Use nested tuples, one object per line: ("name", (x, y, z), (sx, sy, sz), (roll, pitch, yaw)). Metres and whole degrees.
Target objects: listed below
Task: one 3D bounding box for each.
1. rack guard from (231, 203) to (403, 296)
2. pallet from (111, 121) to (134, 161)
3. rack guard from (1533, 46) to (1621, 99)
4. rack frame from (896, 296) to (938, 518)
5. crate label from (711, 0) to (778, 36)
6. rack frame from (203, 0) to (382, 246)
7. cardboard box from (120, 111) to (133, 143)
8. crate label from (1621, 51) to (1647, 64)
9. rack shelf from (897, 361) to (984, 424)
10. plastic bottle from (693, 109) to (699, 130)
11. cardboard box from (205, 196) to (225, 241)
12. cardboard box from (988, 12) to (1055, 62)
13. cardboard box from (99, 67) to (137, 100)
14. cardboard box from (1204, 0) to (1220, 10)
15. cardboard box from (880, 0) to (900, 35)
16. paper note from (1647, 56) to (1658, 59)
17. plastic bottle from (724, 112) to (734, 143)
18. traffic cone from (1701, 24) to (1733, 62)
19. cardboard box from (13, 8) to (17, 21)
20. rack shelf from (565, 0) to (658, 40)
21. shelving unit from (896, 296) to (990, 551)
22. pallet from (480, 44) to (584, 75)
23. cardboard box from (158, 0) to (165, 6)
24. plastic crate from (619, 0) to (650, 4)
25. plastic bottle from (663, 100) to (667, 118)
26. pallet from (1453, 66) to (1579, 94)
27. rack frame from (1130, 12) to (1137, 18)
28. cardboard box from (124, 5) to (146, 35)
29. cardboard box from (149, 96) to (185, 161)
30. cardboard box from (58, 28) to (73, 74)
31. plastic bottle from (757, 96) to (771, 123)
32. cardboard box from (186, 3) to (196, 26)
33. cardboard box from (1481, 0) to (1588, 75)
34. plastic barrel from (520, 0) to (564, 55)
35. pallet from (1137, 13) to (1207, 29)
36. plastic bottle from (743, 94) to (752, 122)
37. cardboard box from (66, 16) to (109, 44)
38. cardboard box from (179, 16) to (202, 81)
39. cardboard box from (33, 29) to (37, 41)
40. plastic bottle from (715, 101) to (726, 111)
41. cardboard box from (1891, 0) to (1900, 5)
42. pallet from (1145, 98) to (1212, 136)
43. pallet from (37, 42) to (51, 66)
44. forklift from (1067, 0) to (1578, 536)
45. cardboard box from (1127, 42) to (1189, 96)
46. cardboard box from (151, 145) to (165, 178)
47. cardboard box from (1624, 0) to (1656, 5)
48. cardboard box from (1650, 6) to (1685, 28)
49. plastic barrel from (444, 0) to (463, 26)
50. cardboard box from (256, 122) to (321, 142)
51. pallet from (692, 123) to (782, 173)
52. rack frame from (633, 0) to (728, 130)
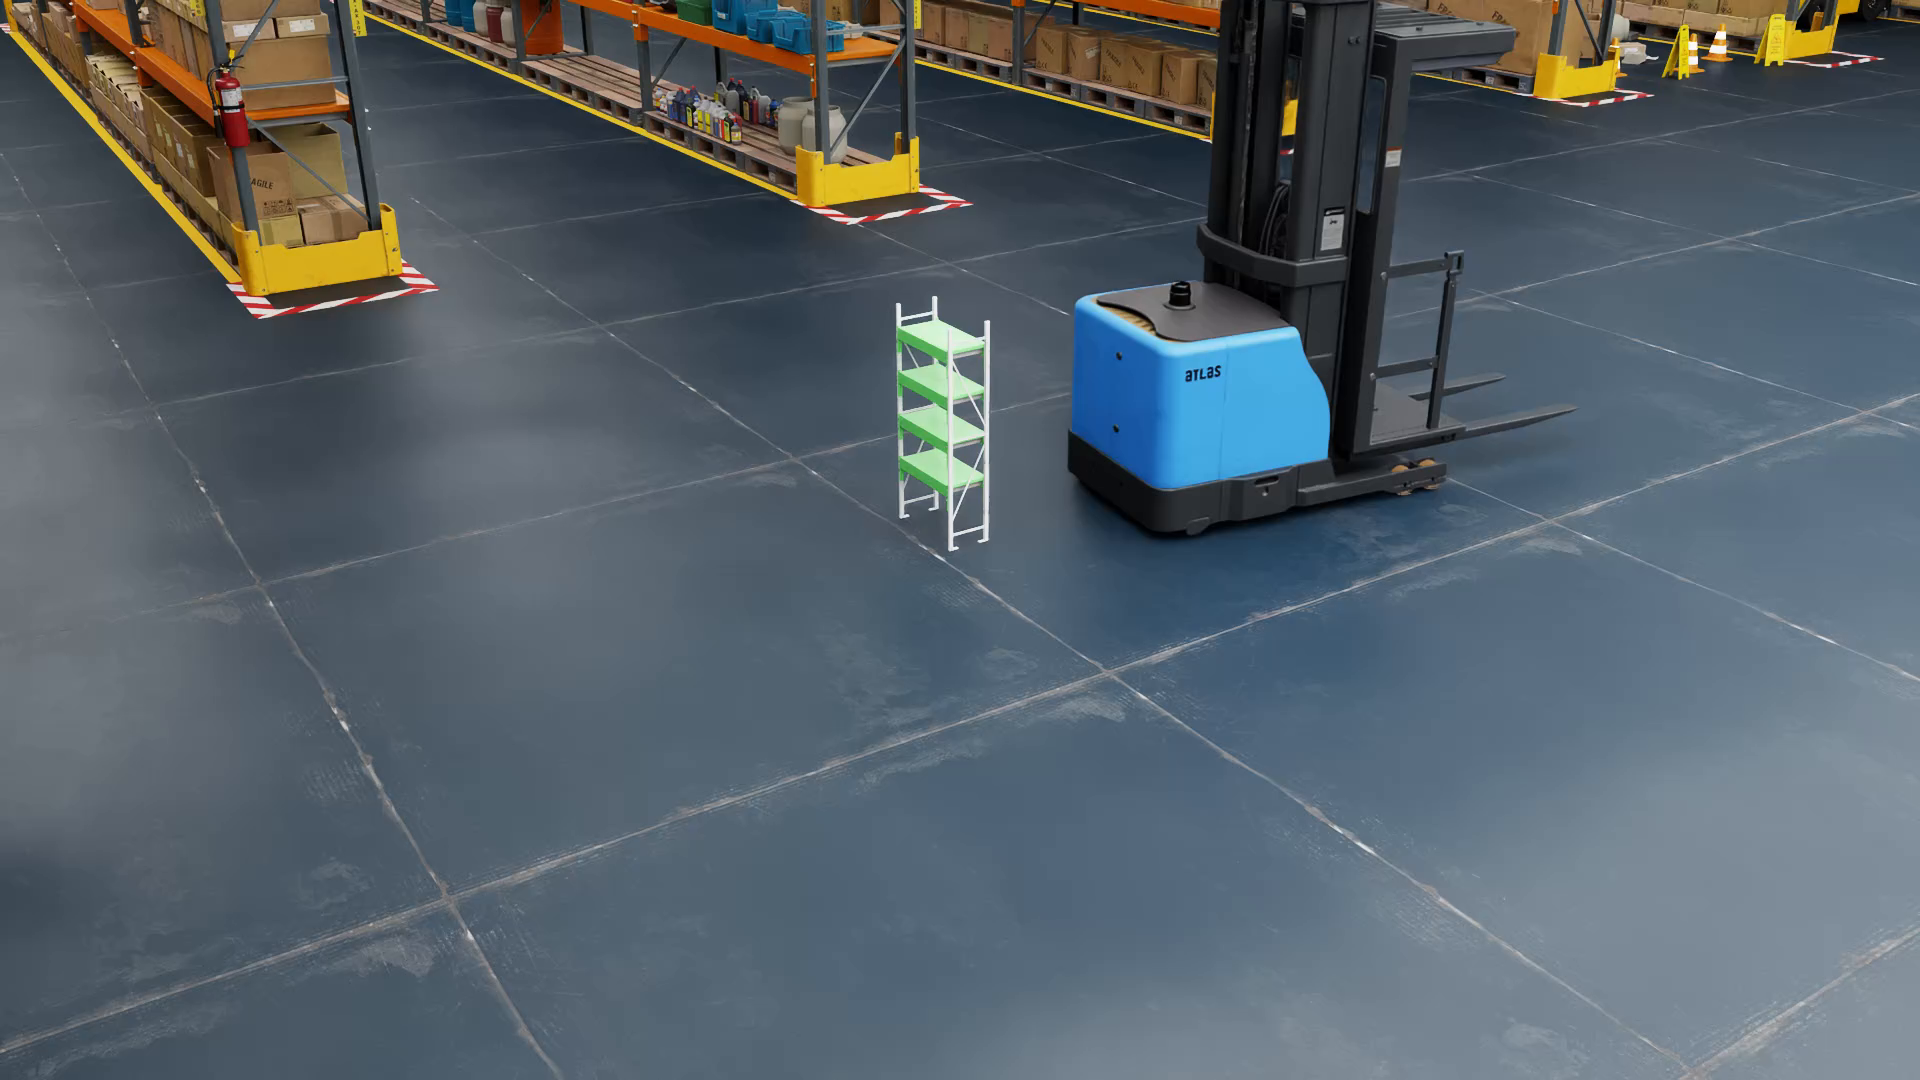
("rack guard", (-5.002, -2.274, 12.981), (1.175, 0.500, 0.348), (-16, 29, -30))
("pallet", (-8.304, -4.274, 17.556), (1.003, 0.211, 1.213), (-16, 29, -30))
("rack guard", (7.510, -5.701, 20.240), (1.175, 0.500, 0.348), (-16, 29, -30))
("rack frame", (-0.224, -0.689, 8.804), (0.240, 1.200, 0.015), (-16, 29, -30))
("crate label", (-2.095, -5.177, 16.161), (0.502, 0.435, 0.616), (-16, 29, -30))
("rack frame", (-5.016, -3.413, 12.466), (1.000, 3.000, 0.127), (-16, 29, -30))
("cardboard box", (-8.223, -4.235, 16.936), (0.500, 0.250, 0.500), (-15, 29, -28))
("crate label", (9.048, -6.475, 22.305), (0.298, 0.136, 0.250), (12, 28, 24))
("rack shelf", (-0.090, -0.761, 8.544), (0.258, 0.148, 0.480), (-16, 29, -30))
("plastic bottle", (-2.716, -4.370, 17.257), (0.097, 0.201, 0.097), (0, 25, 0))
("cardboard box", (-5.839, -2.658, 13.596), (0.500, 0.250, 0.500), (-16, 29, -30))
("cardboard box", (0.786, -6.444, 21.299), (0.700, 0.500, 0.500), (-18, 31, -33))
("cardboard box", (-8.773, -4.850, 17.581), (0.500, 0.311, 0.500), (-16, 30, -31))
("cardboard box", (2.822, -5.750, 17.710), (0.380, 0.149, 0.250), (-16, 29, -30))
("cardboard box", (-0.698, -7.415, 23.356), (0.700, 0.500, 0.500), (-17, 30, -32))
("paper note", (9.406, -6.561, 22.613), (0.142, 0.019, 0.148), (18, 31, 33))
("plastic bottle", (-2.312, -4.129, 16.649), (0.061, 0.283, 0.133), (-15, 29, -28))
("traffic cone", (10.274, -6.735, 22.476), (0.336, 0.463, 0.334), (-16, 29, -30))
("cardboard box", (-13.673, -7.734, 24.423), (0.380, 0.166, 0.250), (-16, 29, -30))
("rack shelf", (-4.139, -6.387, 19.608), (1.077, 0.370, 4.000), (-16, 29, -30))
("shelving unit", (-0.090, -0.602, 8.619), (0.258, 1.200, 0.503), (-16, 29, -30))
("pallet", (-5.696, -6.438, 22.141), (1.003, 0.211, 1.213), (-16, 29, -30))
("cardboard box", (-6.656, -4.676, 14.264), (0.380, 0.149, 0.250), (-17, 30, -31))
("plastic crate", (-3.568, -6.127, 18.141), (0.402, 0.464, 0.583), (-16, 29, -30))
("plastic bottle", (-3.129, -4.641, 17.830), (0.097, 0.201, 0.097), (0, 25, 0))
("pallet", (6.995, -5.847, 20.888), (1.003, 0.211, 1.213), (-16, 29, -30))
("rack frame", (3.130, -9.701, 25.786), (1.000, 3.000, 0.127), (-16, 29, -30))
("cardboard box", (-7.833, -5.054, 16.100), (0.396, 0.266, 0.258), (-16, 30, -31))
("cardboard box", (-6.929, -3.713, 14.953), (0.500, 0.500, 0.500), (-16, 29, -30))
("cardboard box", (-10.664, -5.994, 20.346), (0.500, 0.500, 0.500), (-17, 30, -31))
("plastic bottle", (-2.087, -4.557, 17.565), (0.152, 0.276, 0.135), (-15, 29, -29))
("cardboard box", (-5.947, -4.213, 13.283), (0.380, 0.149, 0.250), (-15, 29, -28))
("cardboard box", (7.072, -6.296, 20.570), (0.875, 0.875, 0.875), (-15, 29, -29))
("plastic barrel", (-5.512, -6.807, 21.705), (0.600, 0.830, 0.708), (-16, 29, -30))
("pallet", (3.497, -8.141, 25.747), (1.003, 0.211, 1.213), (-16, 29, -30))
("plastic bottle", (-2.245, -4.587, 17.619), (0.061, 0.283, 0.133), (-16, 29, -30))
("cardboard box", (-10.124, -5.981, 19.440), (0.500, 0.250, 0.500), (-14, 29, -28))
("cardboard box", (-6.107, -4.181, 13.976), (0.700, 0.500, 0.500), (-15, 29, -28))
("cardboard box", (-12.370, -6.872, 22.618), (0.380, 0.149, 0.250), (-16, 29, -30))
("plastic bottle", (-2.508, -4.402, 17.237), (0.152, 0.276, 0.135), (-16, 29, -30))
("cardboard box", (14.696, -8.590, 26.161), (0.500, 0.250, 0.500), (-15, 29, -29))
("pallet", (2.831, -4.785, 18.639), (1.003, 0.211, 1.213), (-16, 29, -30))
("pallet", (-11.940, -6.690, 22.674), (1.003, 0.211, 1.213), (-16, 29, -30))
("forklift", (2.167, -1.763, 9.051), (3.031, 2.935, 1.130), (-11, 28, -23))
("cardboard box", (2.279, -5.441, 19.198), (0.500, 0.500, 0.500), (-13, 28, -25))
("cardboard box", (-7.200, -3.553, 15.493), (0.500, 0.250, 0.500), (-16, 29, -30))
("cardboard box", (10.086, -8.097, 24.239), (0.500, 0.500, 0.500), (-14, 29, -27))
("cardboard box", (10.356, -7.575, 24.012), (0.500, 0.250, 0.500), (-17, 30, -31))
("plastic barrel", (-7.131, -7.900, 23.938), (0.600, 0.901, 0.708), (-16, 29, -30))
("cardboard box", (-5.680, -3.296, 14.069), (0.500, 0.500, 0.500), (-16, 29, -30))
("pallet", (-2.045, -4.049, 17.079), (1.003, 0.211, 1.213), (-16, 29, -30))
("rack frame", (-3.047, -5.996, 17.939), (1.000, 3.000, 0.127), (-16, 29, -30))
